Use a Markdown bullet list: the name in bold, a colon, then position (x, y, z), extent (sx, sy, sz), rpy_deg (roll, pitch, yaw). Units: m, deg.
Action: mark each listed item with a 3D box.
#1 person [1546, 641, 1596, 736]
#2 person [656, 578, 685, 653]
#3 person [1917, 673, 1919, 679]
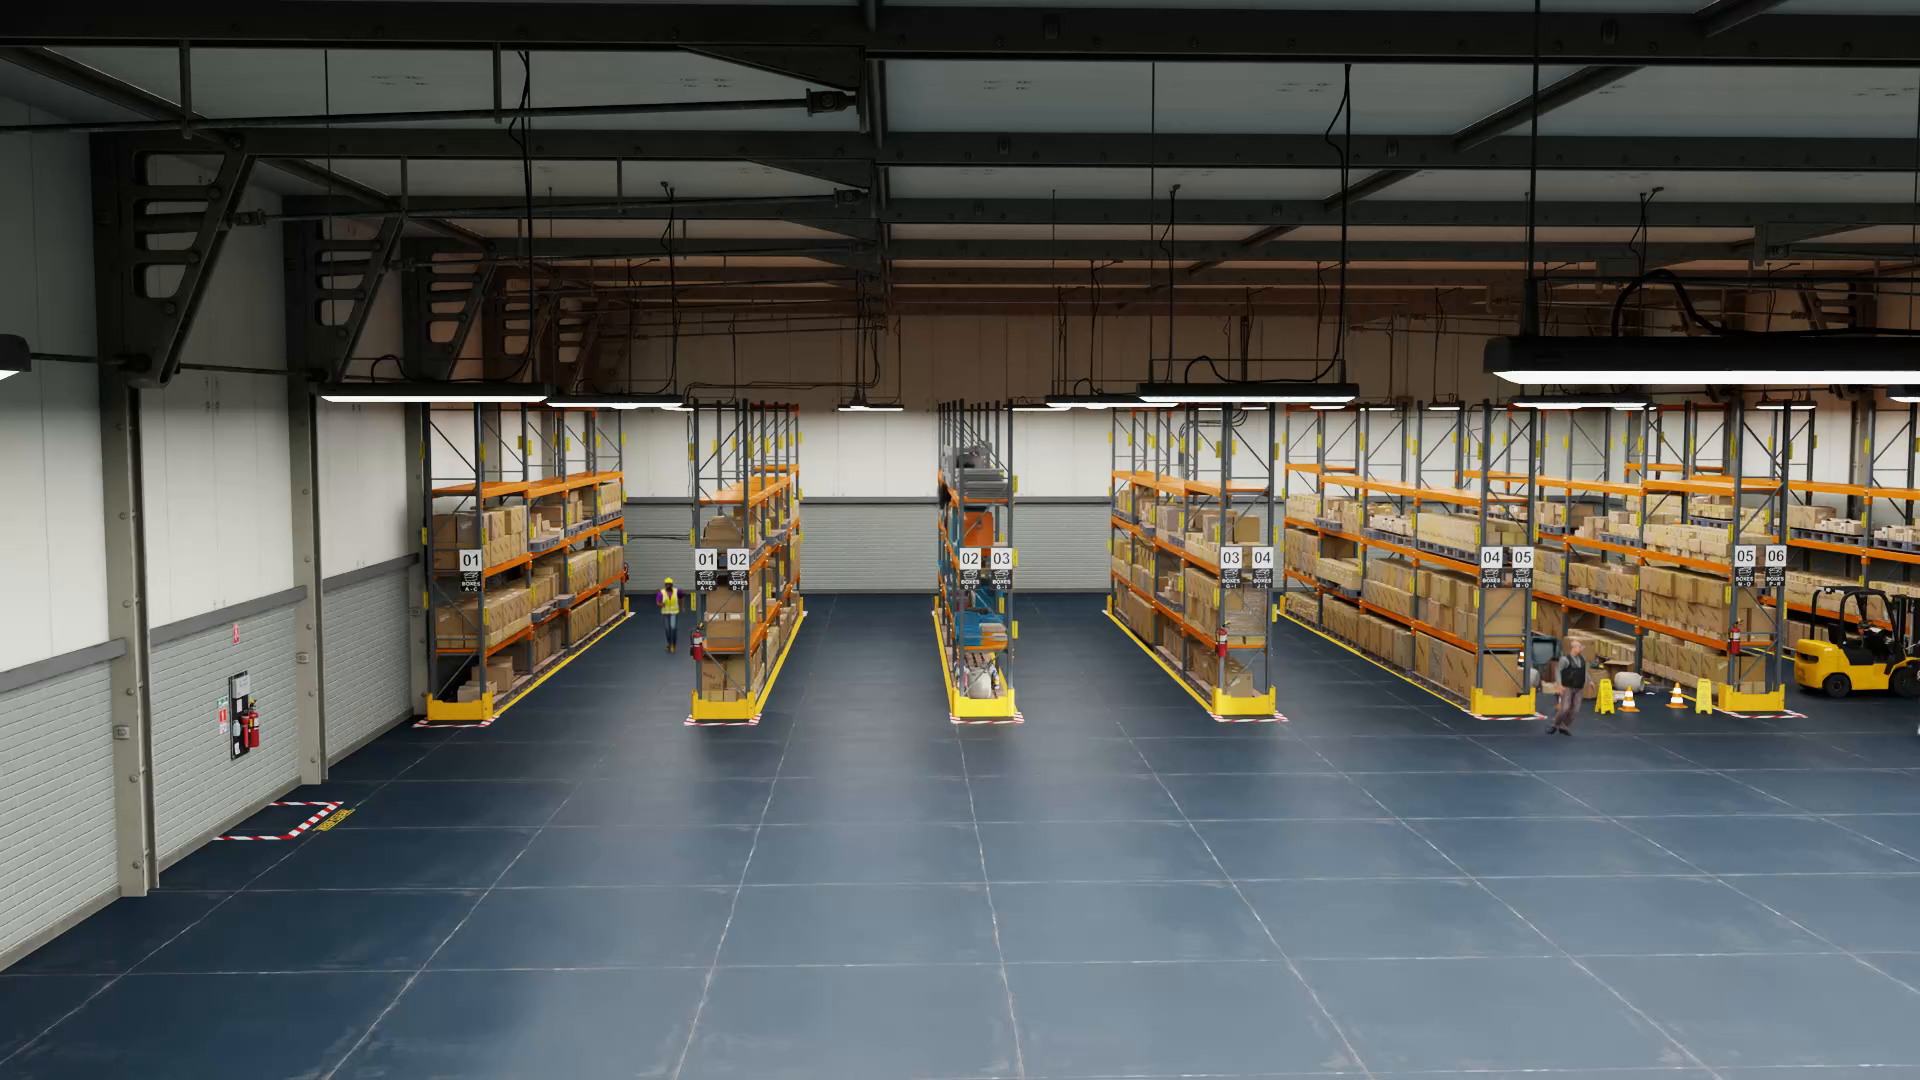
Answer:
- **person**: position (10.827, 2.649, 29.483), extent (0.785, 1.715, 0.603), rpy_deg (-2, 5, -24)
- **person**: position (-6.981, 1.809, 40.014), extent (0.655, 1.811, 0.832), rpy_deg (0, 4, -2)
- **person**: position (17.182, 2.748, 28.863), extent (0.684, 1.551, 1.057), rpy_deg (0, 4, 3)
